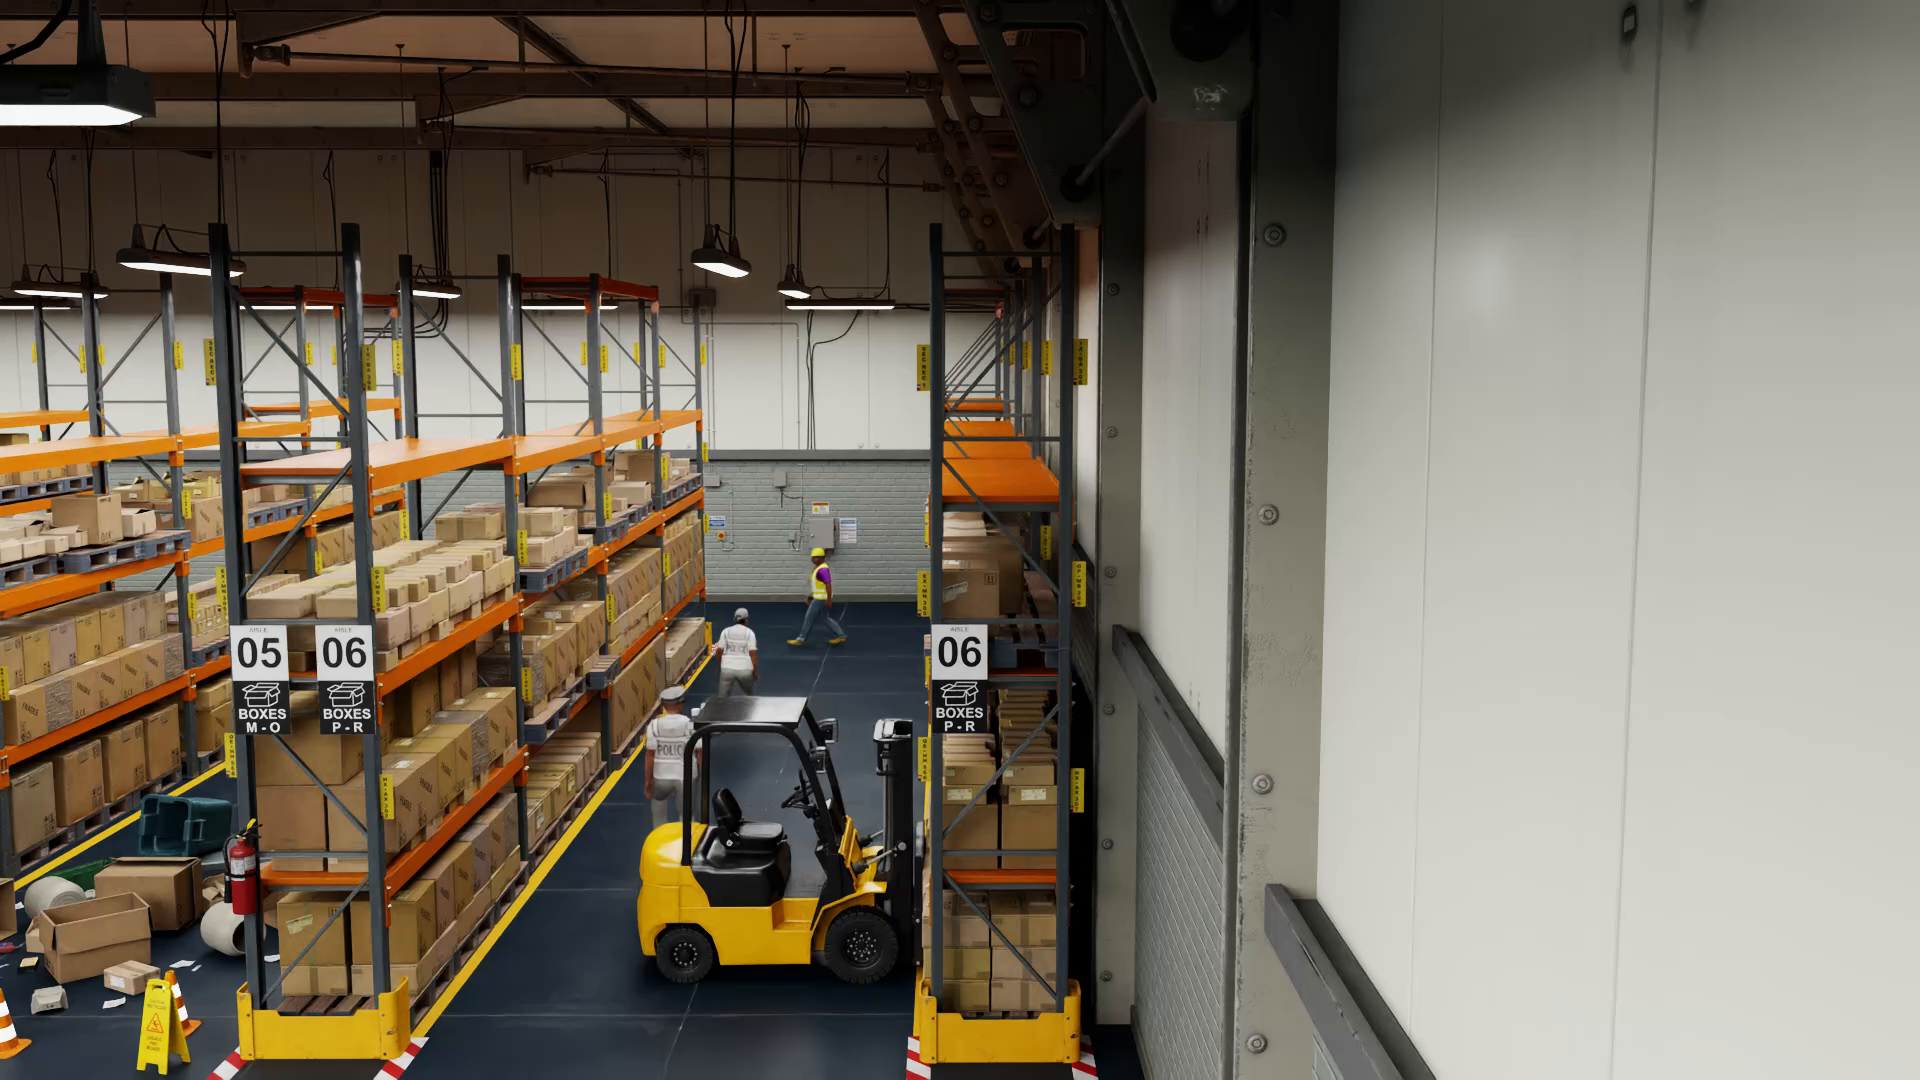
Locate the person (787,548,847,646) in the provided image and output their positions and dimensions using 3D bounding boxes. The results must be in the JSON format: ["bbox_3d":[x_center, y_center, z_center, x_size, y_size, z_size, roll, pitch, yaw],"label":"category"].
[{"bbox_3d":[-2.476,0.981,28.667,1.037,1.705,0.550,0,7,-3],"label":"person"}]

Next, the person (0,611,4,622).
[{"bbox_3d":[-12.796,1.707,22.068,0.695,1.720,1.039,0,7,1],"label":"person"}]

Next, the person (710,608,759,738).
[{"bbox_3d":[-2.883,1.697,21.253,0.592,1.604,0.707,0,7,2],"label":"person"}]

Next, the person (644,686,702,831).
[{"bbox_3d":[-2.739,2.219,15.949,0.641,1.646,0.809,0,7,-4],"label":"person"}]
